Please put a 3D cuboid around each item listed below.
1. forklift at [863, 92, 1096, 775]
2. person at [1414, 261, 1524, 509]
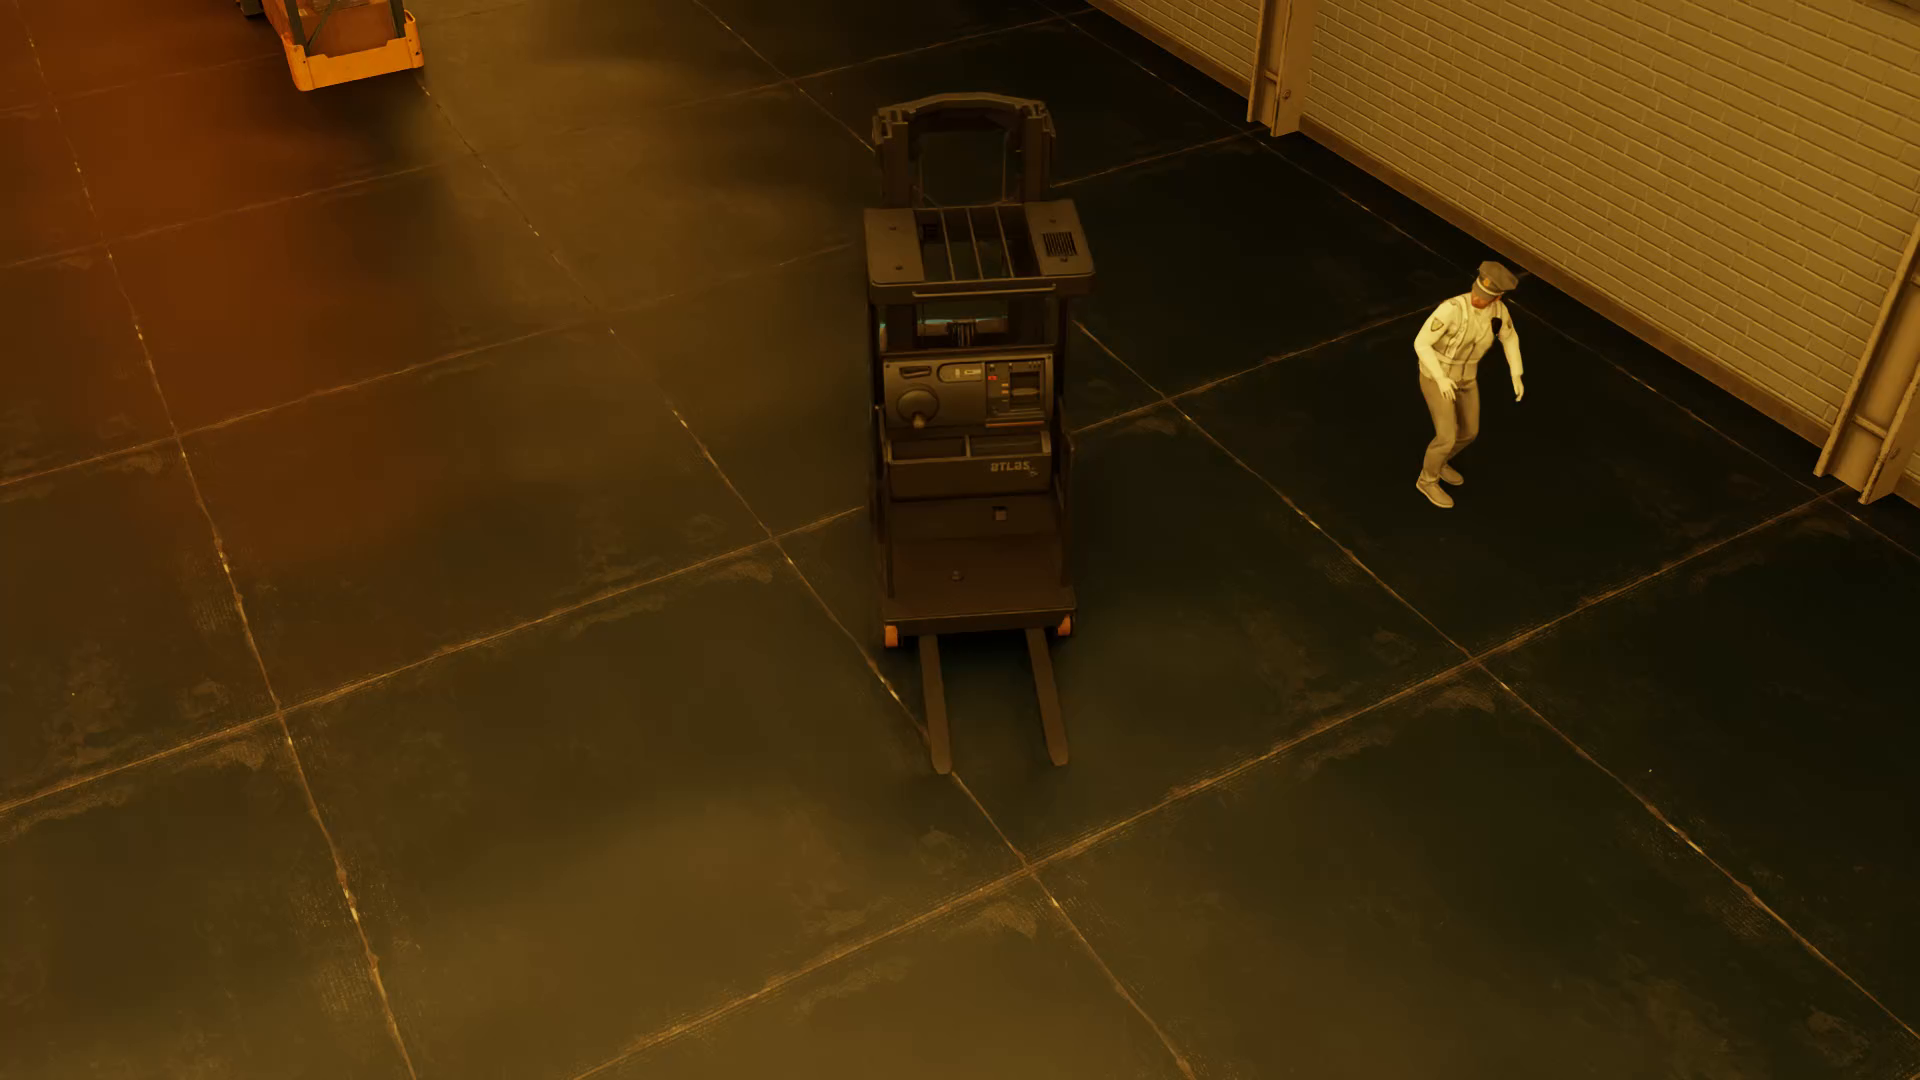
[{"bbox_3d":[0.072,-0.738,8.926,1.130,2.935,3.031,-4,40,-4],"label":"forklift"},{"bbox_3d":[3.108,-0.978,10.261,0.720,1.627,0.484,-16,42,-19],"label":"person"}]
